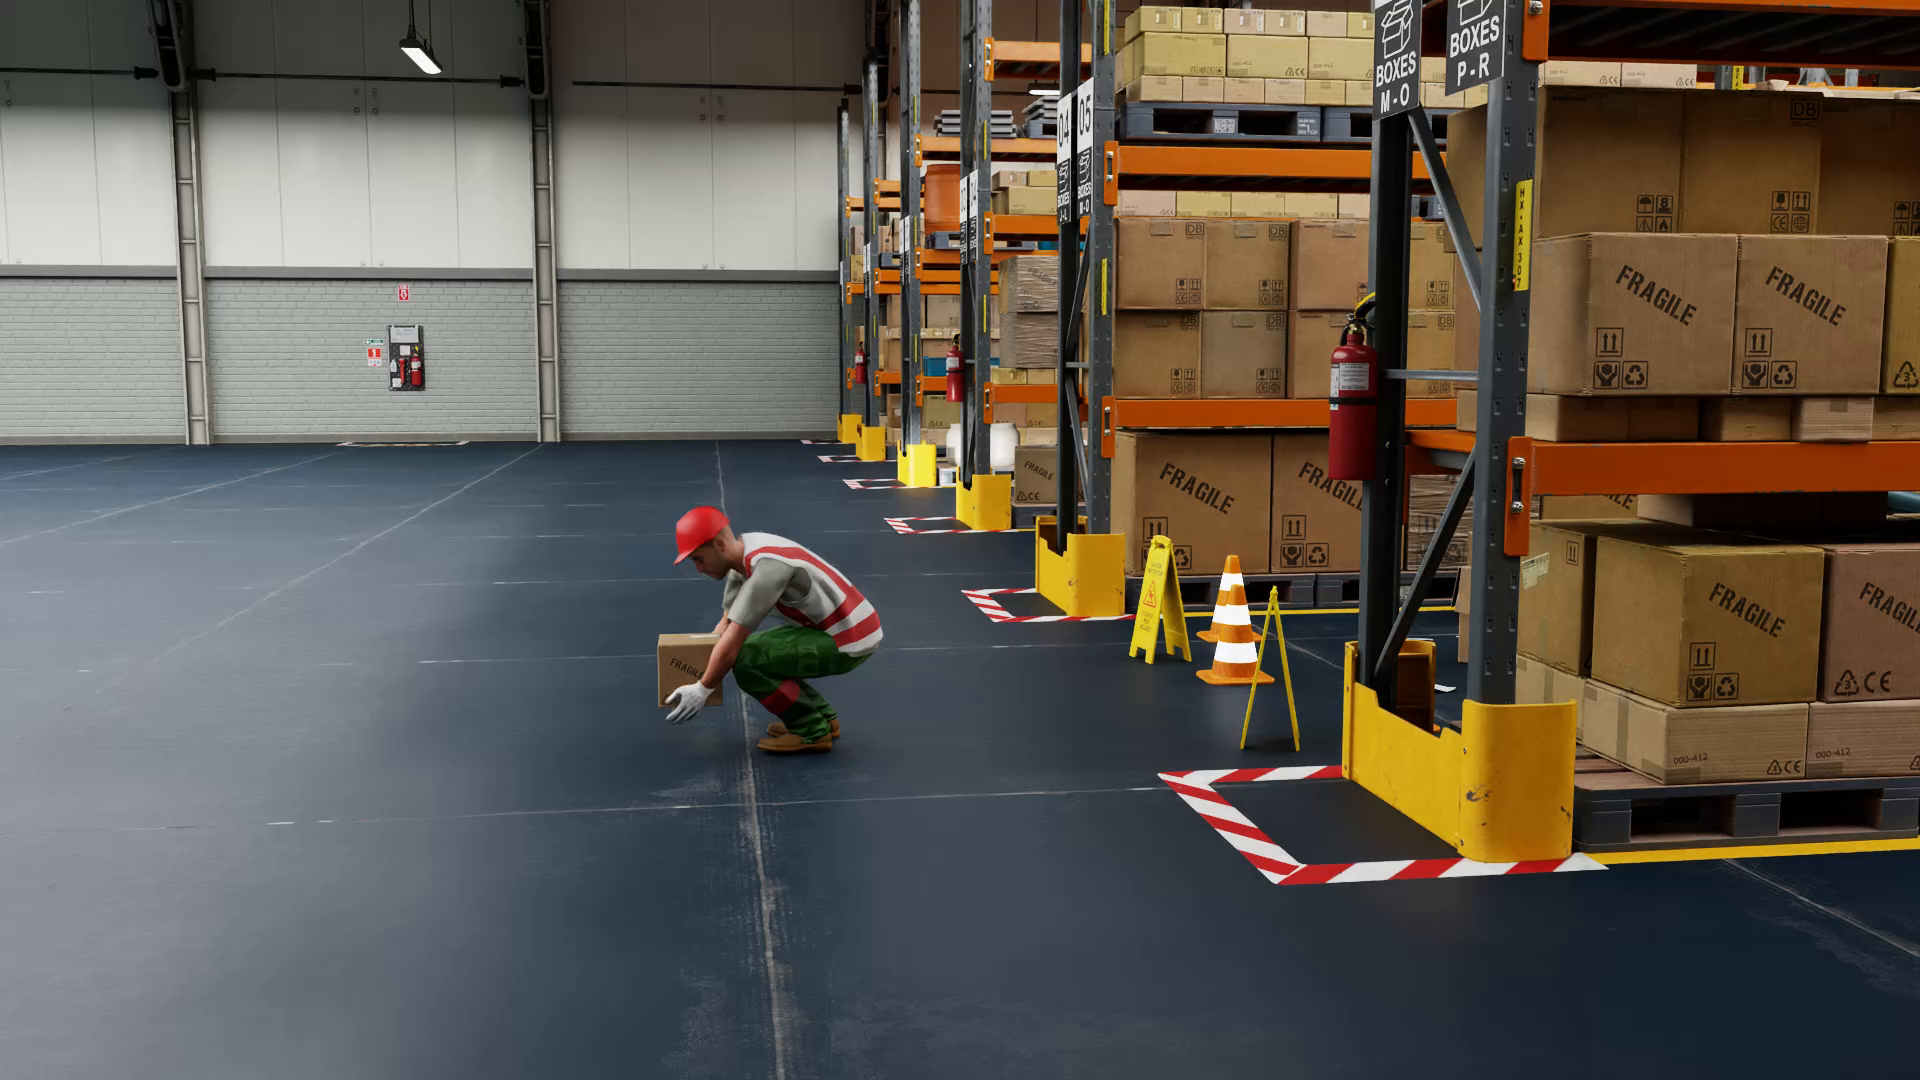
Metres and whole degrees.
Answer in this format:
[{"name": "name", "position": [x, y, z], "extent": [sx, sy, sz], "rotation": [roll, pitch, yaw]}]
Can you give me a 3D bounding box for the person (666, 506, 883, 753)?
[{"name": "person", "position": [-0.744, 0.350, 6.666], "extent": [0.874, 0.992, 0.572], "rotation": [-1, 6, -9]}]
